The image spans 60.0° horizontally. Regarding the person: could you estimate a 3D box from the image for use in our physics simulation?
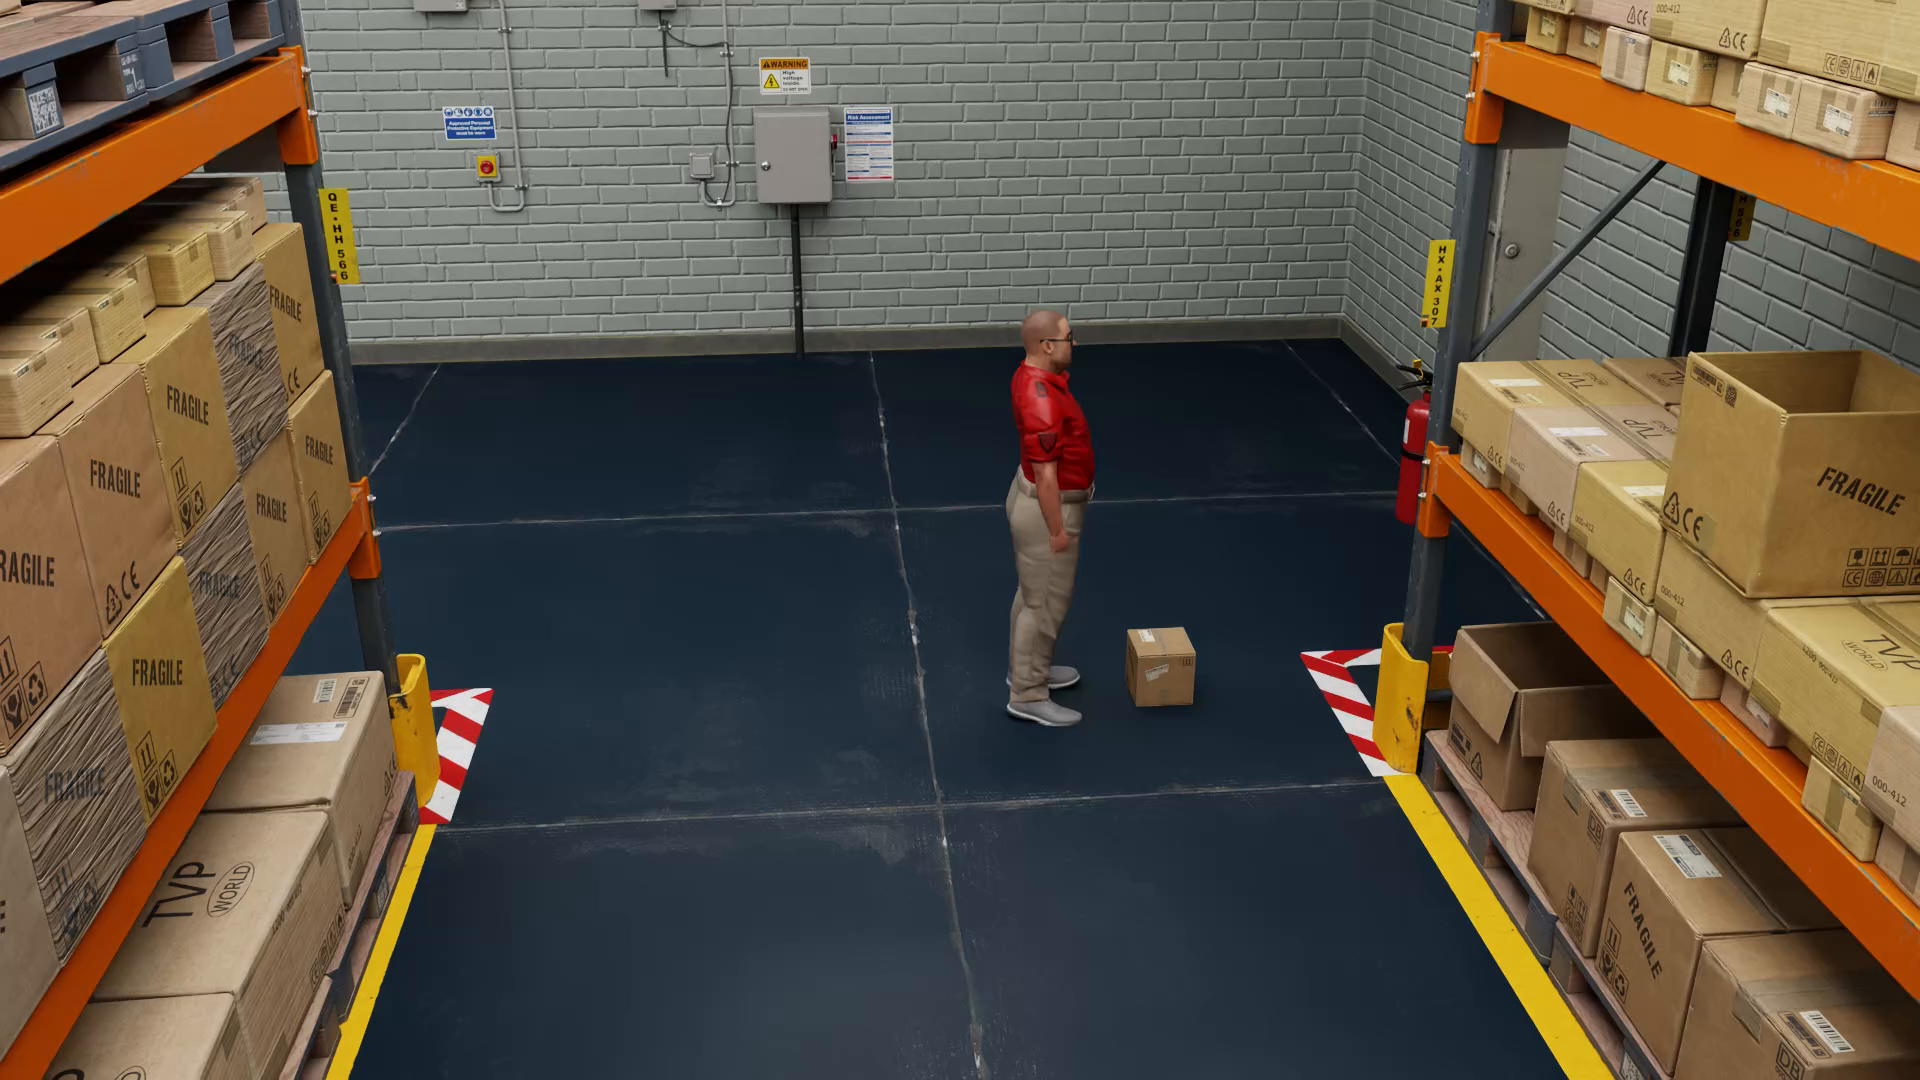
[{"bbox_3d":[0.371,-0.099,6.881,0.372,1.749,0.526,-2,24,-4],"label":"person"}]
